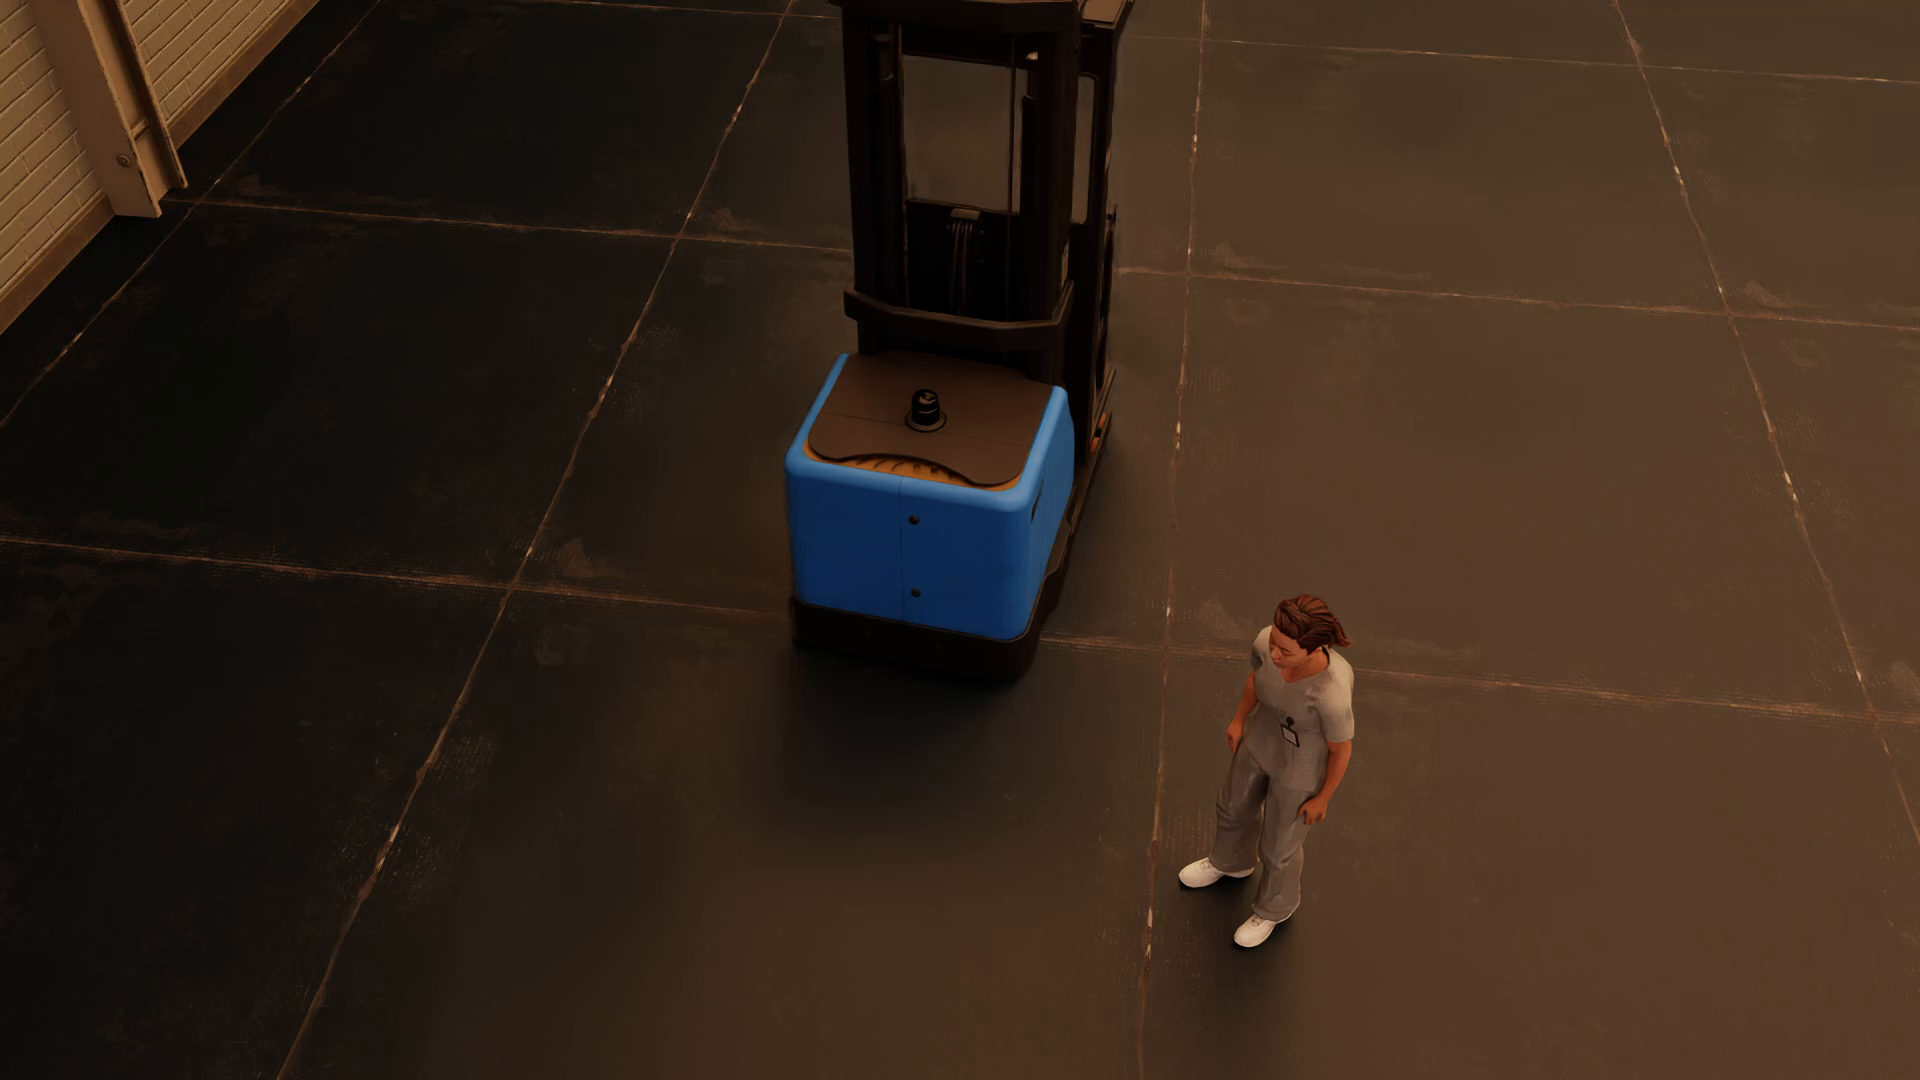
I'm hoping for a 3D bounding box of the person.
[{"bbox_3d":[1.115,0.776,5.812,0.361,1.671,0.500,-23,47,-23],"label":"person"}]

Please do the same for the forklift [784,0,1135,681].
[{"bbox_3d":[0.141,-1.487,7.343,1.130,2.935,3.031,10,44,11],"label":"forklift"}]
